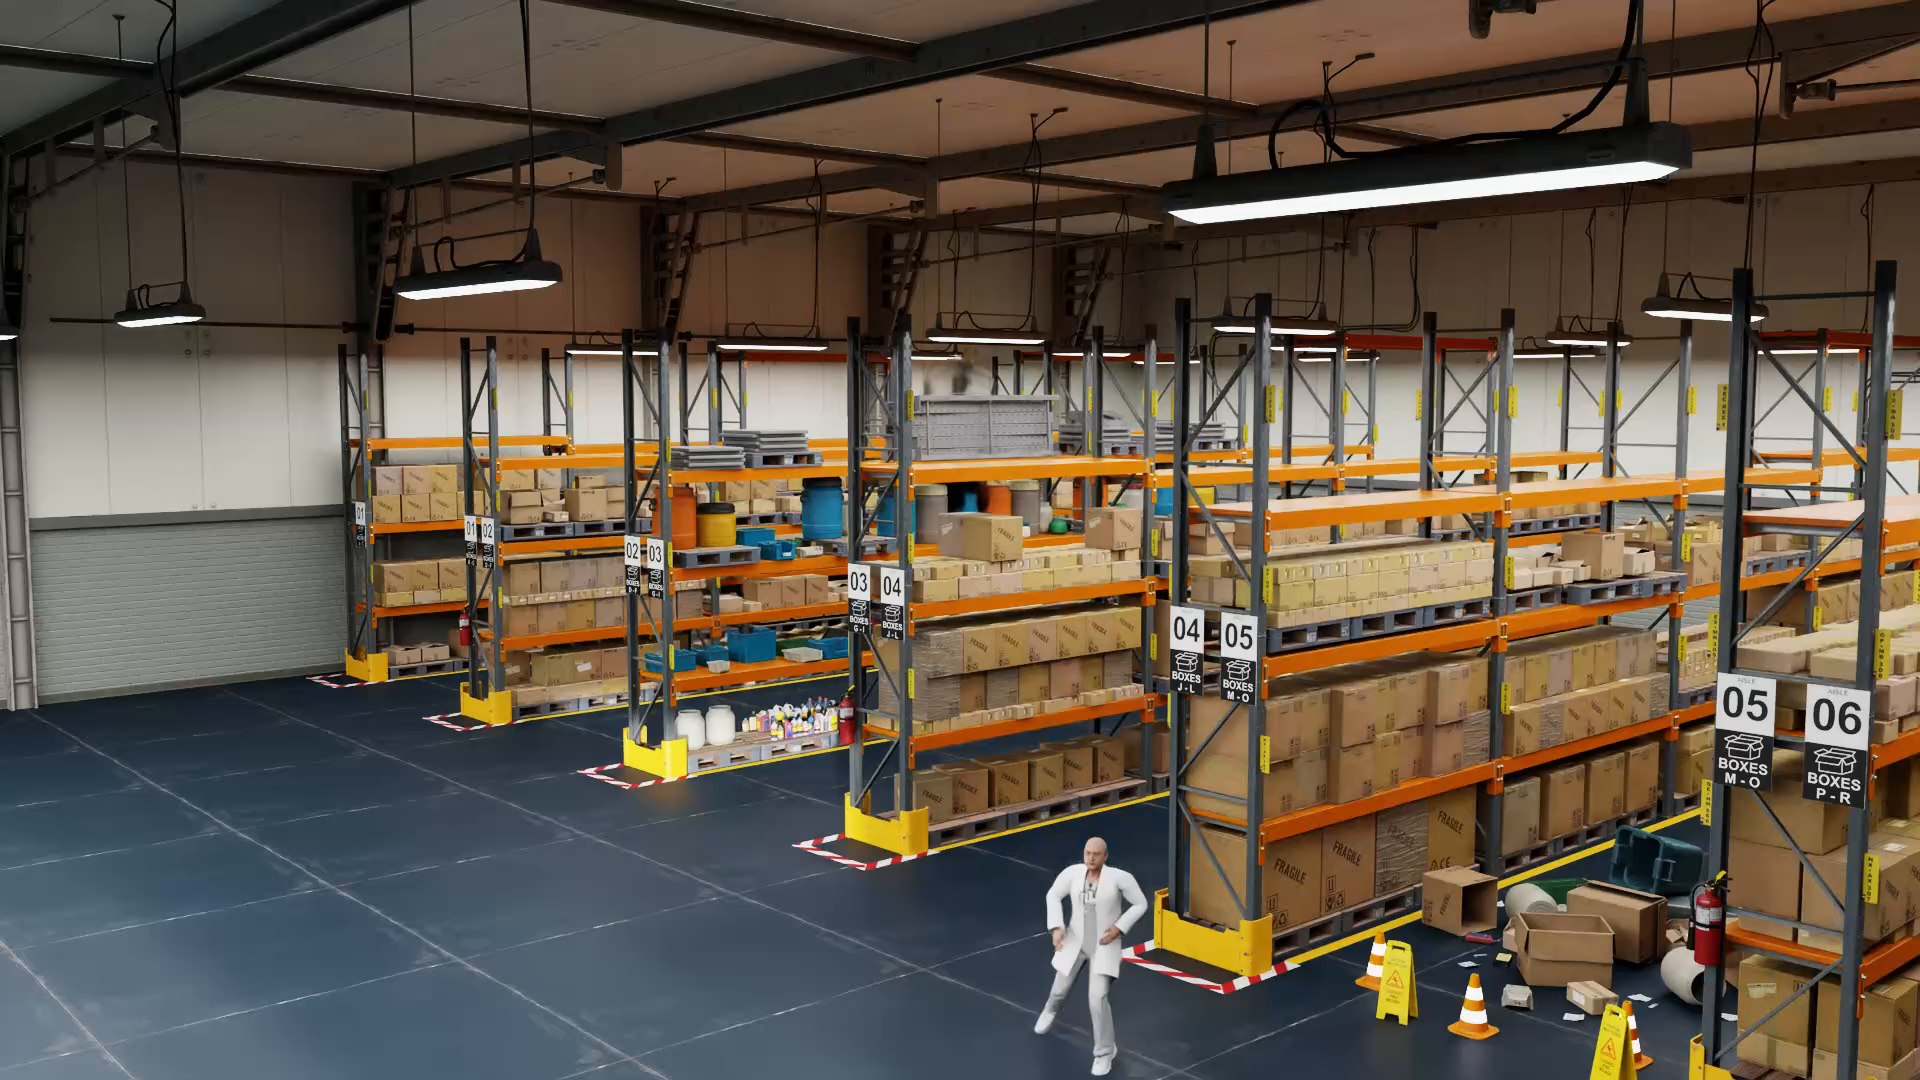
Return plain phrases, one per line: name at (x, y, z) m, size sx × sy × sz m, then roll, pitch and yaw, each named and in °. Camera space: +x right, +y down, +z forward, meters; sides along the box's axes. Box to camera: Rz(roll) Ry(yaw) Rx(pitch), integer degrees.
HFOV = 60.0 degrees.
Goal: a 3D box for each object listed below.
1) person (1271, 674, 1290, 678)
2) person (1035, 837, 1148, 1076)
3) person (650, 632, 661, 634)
person at (3.936, 2.488, 20.052) m, size 0.618 × 1.850 × 0.800 m, roll 4°, pitch 7°, yaw 39°
person at (0.994, 3.165, 12.917) m, size 0.922 × 1.782 × 0.791 m, roll 2°, pitch 5°, yaw 17°
person at (-5.500, 1.611, 31.046) m, size 0.615 × 1.626 × 1.003 m, roll 4°, pitch 7°, yaw 39°
